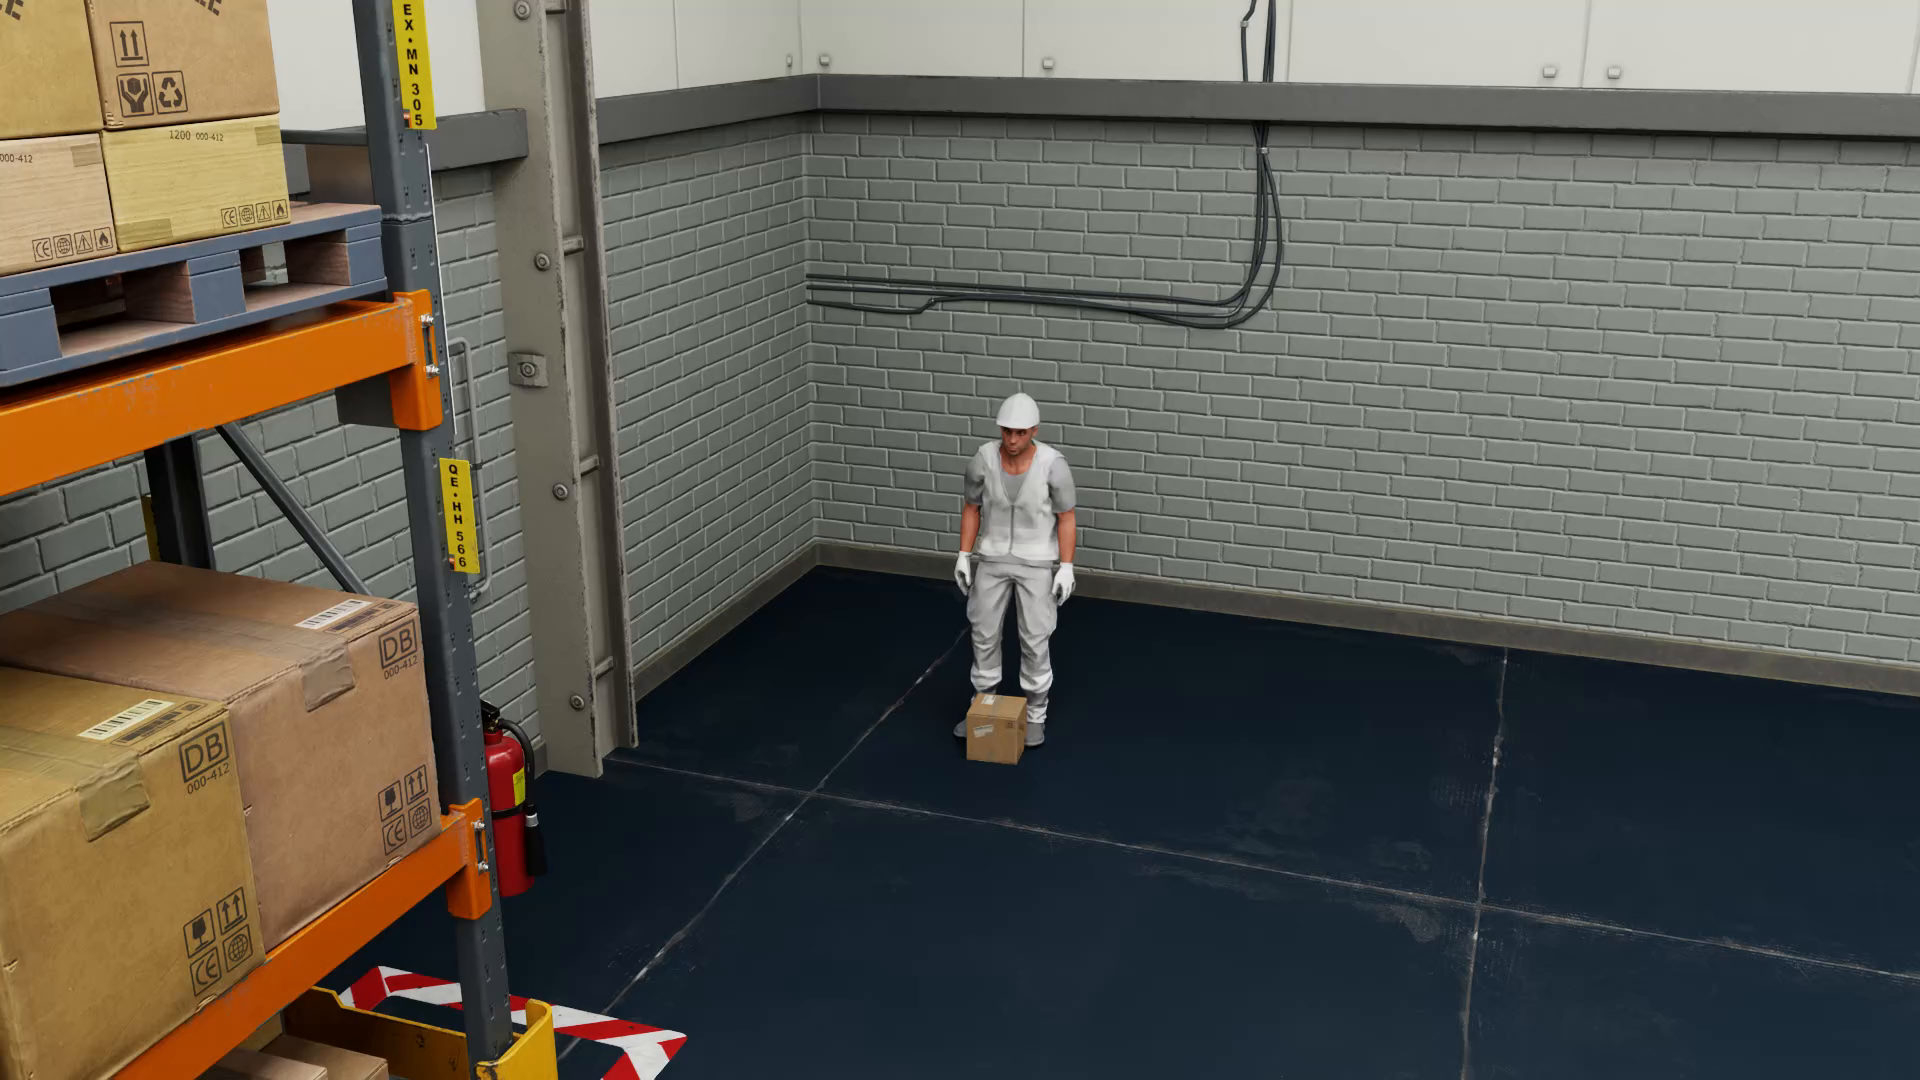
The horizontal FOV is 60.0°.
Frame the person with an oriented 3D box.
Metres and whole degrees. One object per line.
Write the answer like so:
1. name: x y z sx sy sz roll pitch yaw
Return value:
1. person: 0.266 0.138 8.128 0.608 1.777 0.453 5 19 16
